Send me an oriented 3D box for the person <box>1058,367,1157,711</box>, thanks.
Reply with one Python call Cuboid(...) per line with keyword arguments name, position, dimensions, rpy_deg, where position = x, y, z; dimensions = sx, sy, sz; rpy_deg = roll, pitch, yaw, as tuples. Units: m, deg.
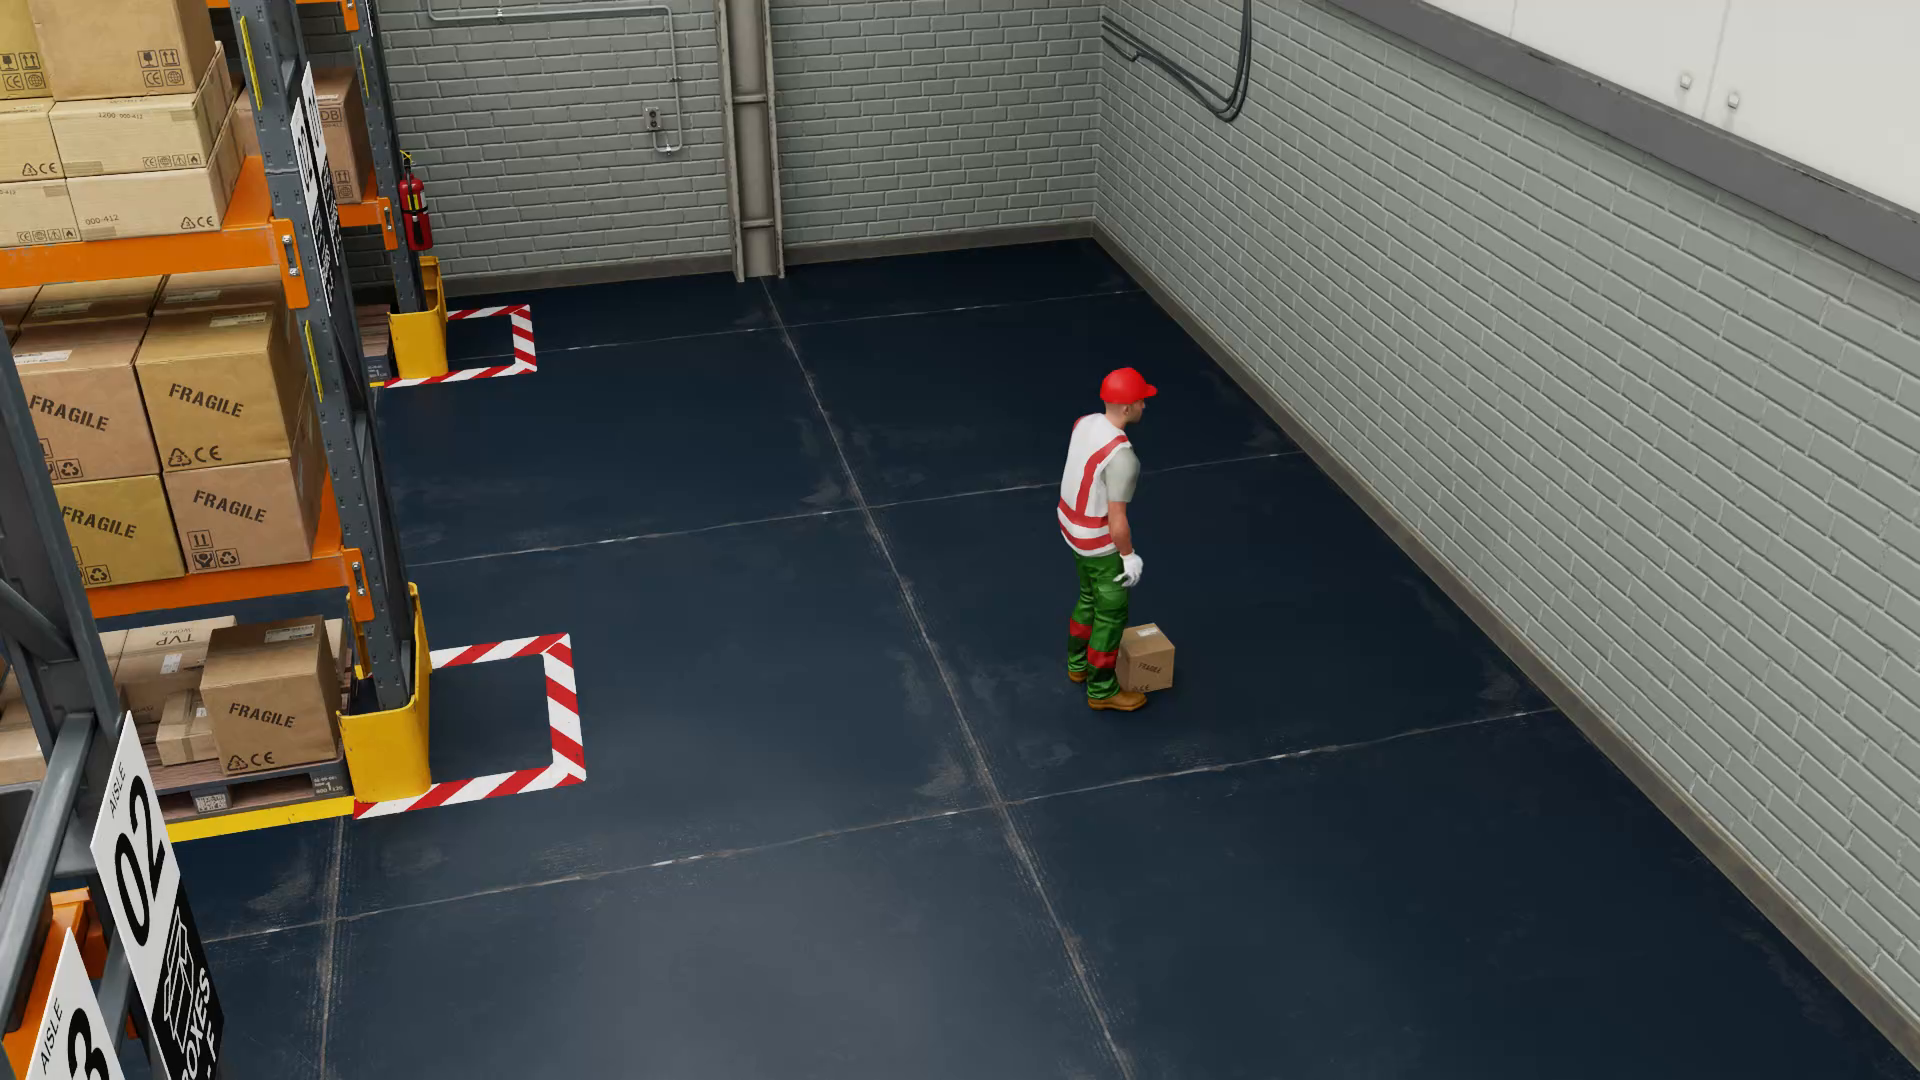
Cuboid(name="person", position=(0.728, -0.014, 8.251), dimensions=(0.453, 1.779, 0.621), rpy_deg=(-9, 31, -15))
